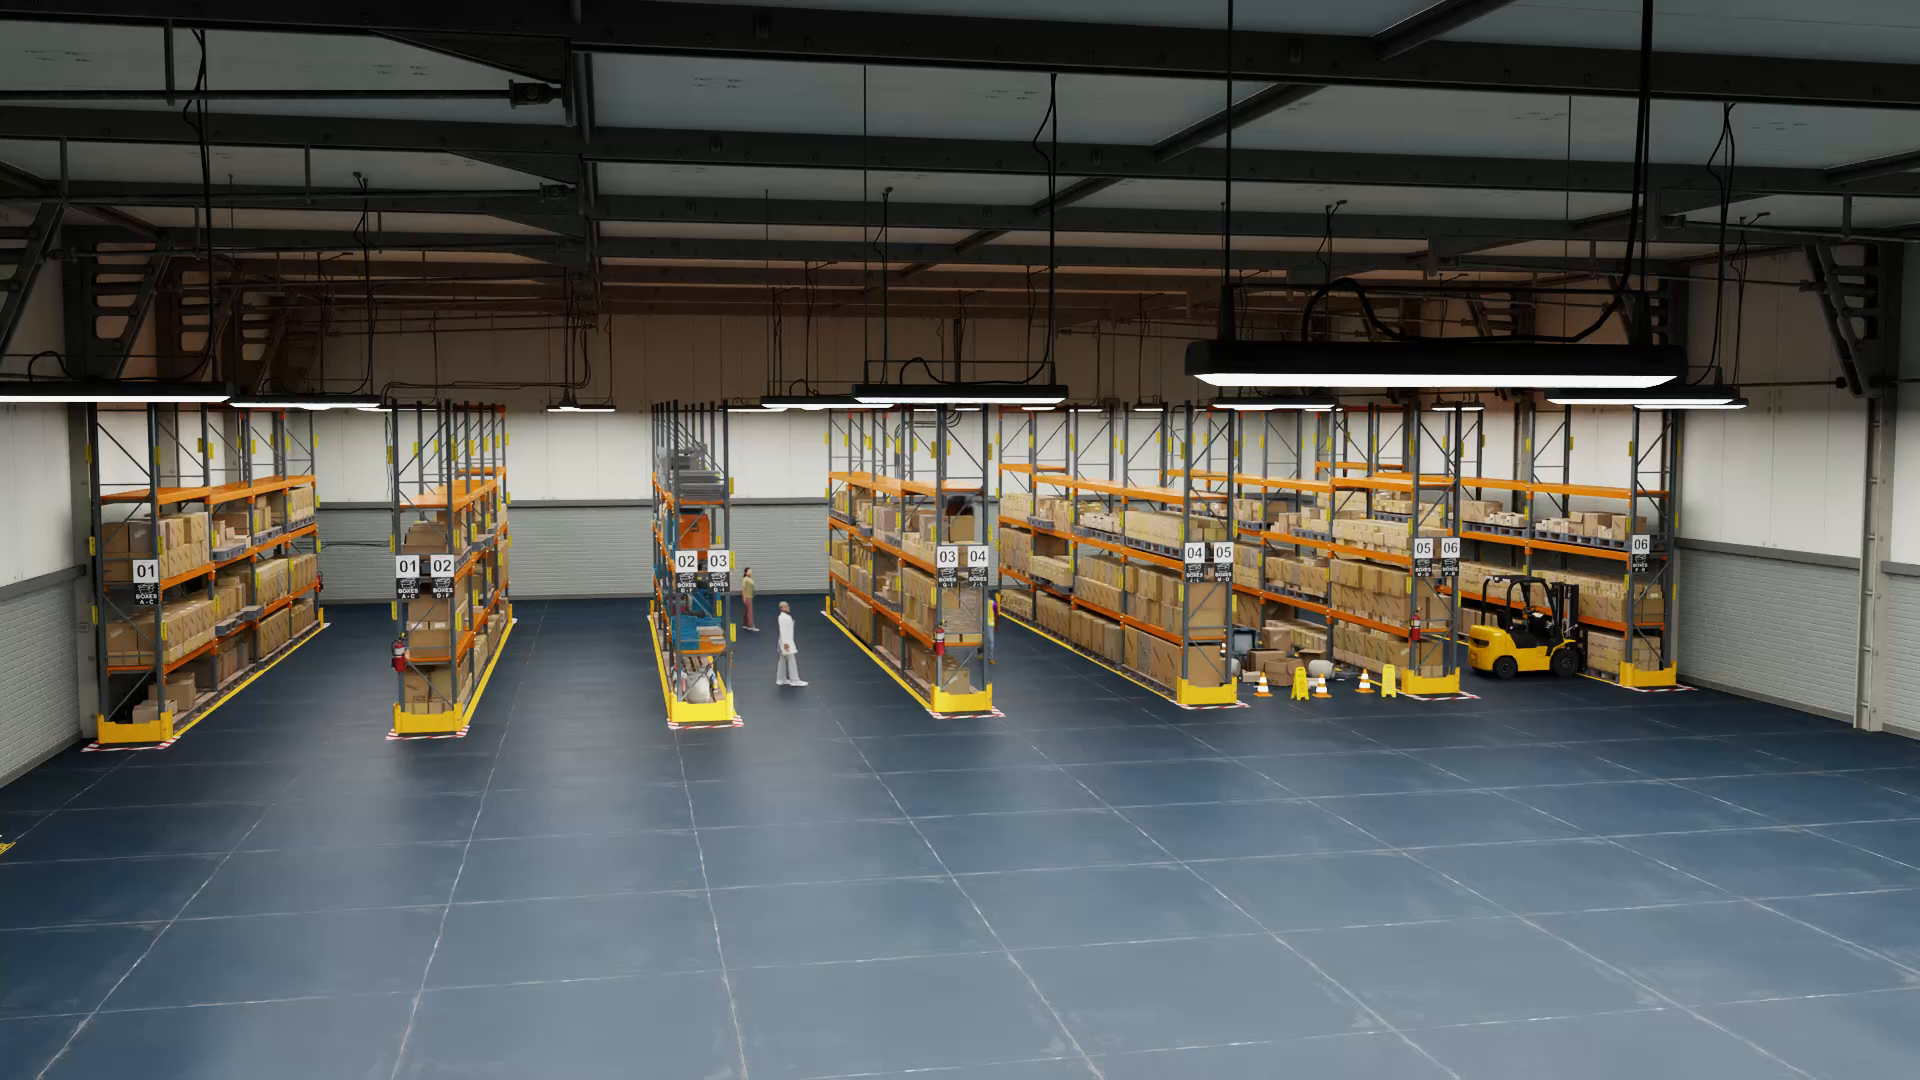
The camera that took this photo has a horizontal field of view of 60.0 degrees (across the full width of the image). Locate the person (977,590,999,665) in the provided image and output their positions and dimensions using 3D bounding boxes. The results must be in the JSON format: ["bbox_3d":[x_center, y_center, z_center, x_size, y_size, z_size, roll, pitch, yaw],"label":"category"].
[{"bbox_3d":[0.600,1.980,38.269,0.627,1.722,1.014,-1,4,-8],"label":"person"}]

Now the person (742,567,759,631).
[{"bbox_3d":[-5.556,1.562,44.251,0.524,1.688,0.494,1,4,12],"label":"person"}]

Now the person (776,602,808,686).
[{"bbox_3d":[-3.575,2.184,35.229,0.646,1.769,0.617,-1,4,-11],"label":"person"}]
